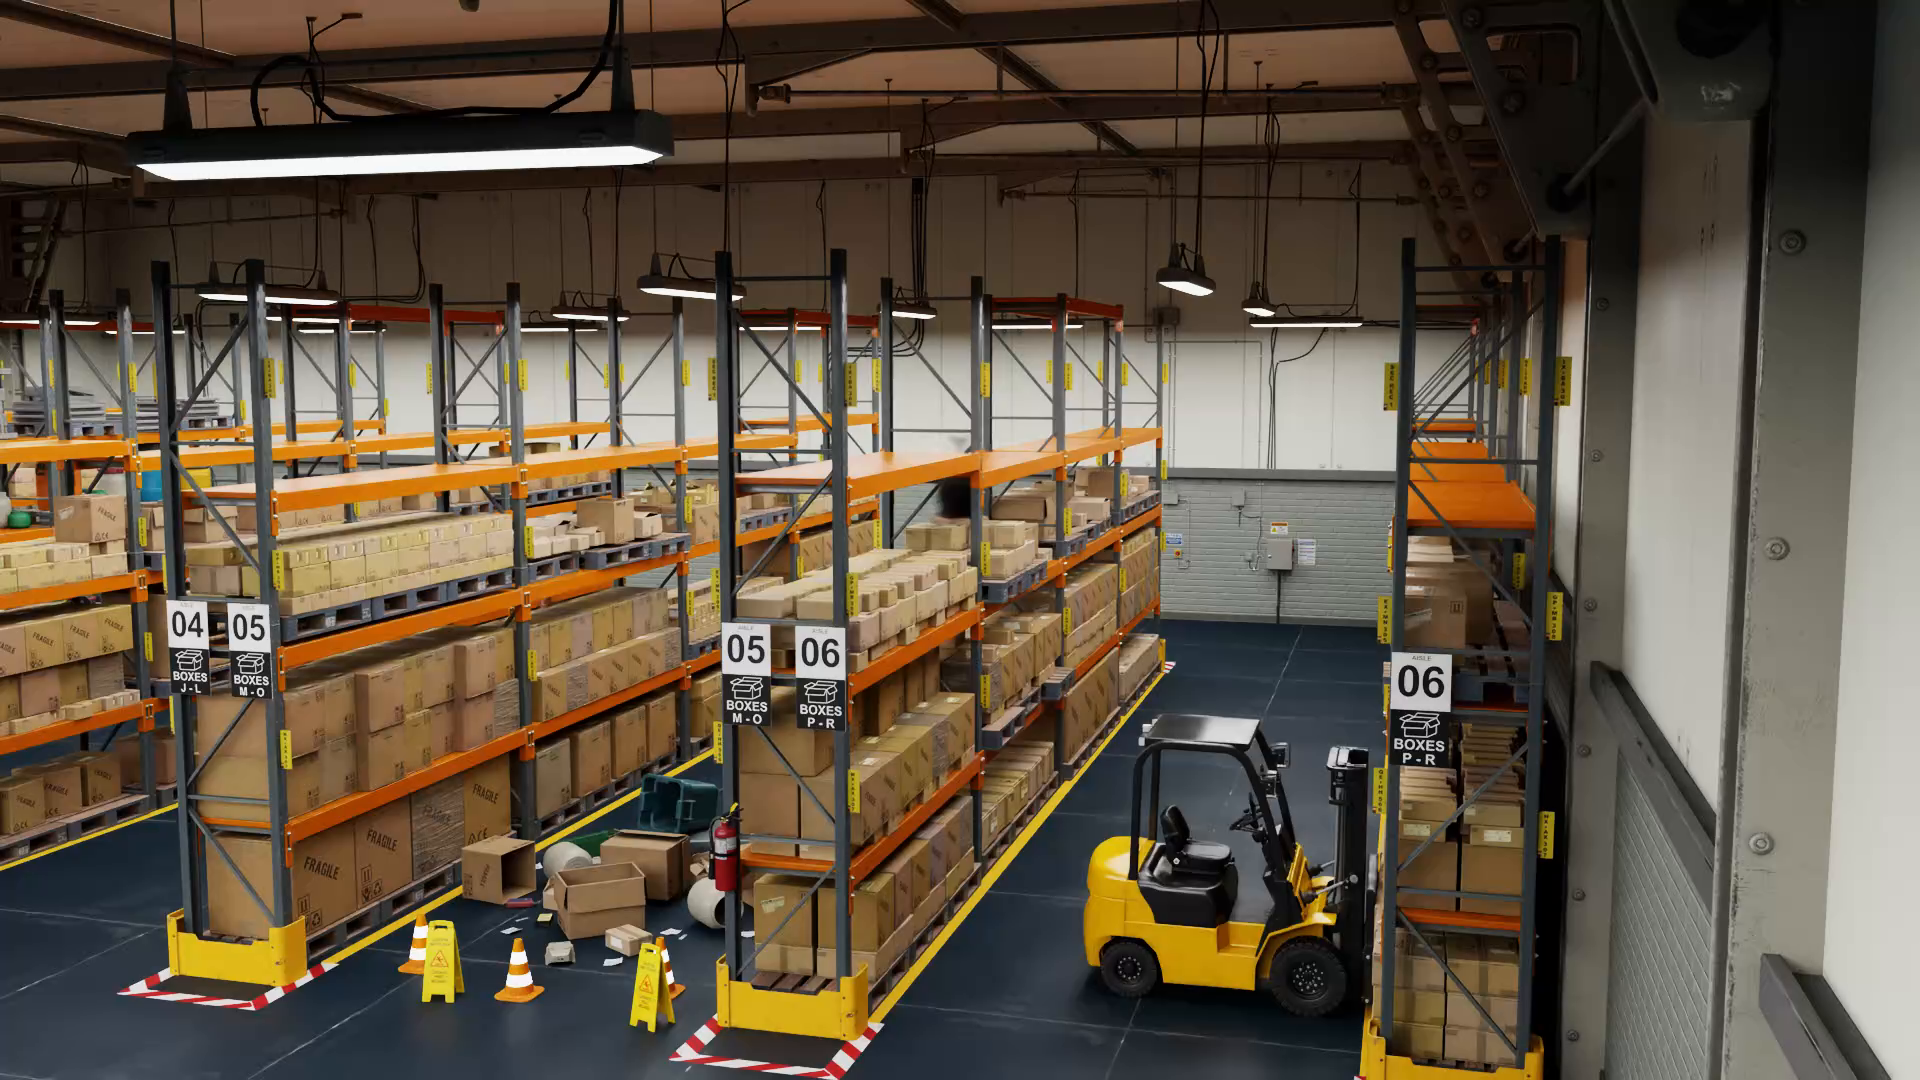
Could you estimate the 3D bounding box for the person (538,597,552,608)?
[{"bbox_3d":[-6.398,1.649,25.889,0.557,1.604,0.800,2,6,18],"label":"person"}]
